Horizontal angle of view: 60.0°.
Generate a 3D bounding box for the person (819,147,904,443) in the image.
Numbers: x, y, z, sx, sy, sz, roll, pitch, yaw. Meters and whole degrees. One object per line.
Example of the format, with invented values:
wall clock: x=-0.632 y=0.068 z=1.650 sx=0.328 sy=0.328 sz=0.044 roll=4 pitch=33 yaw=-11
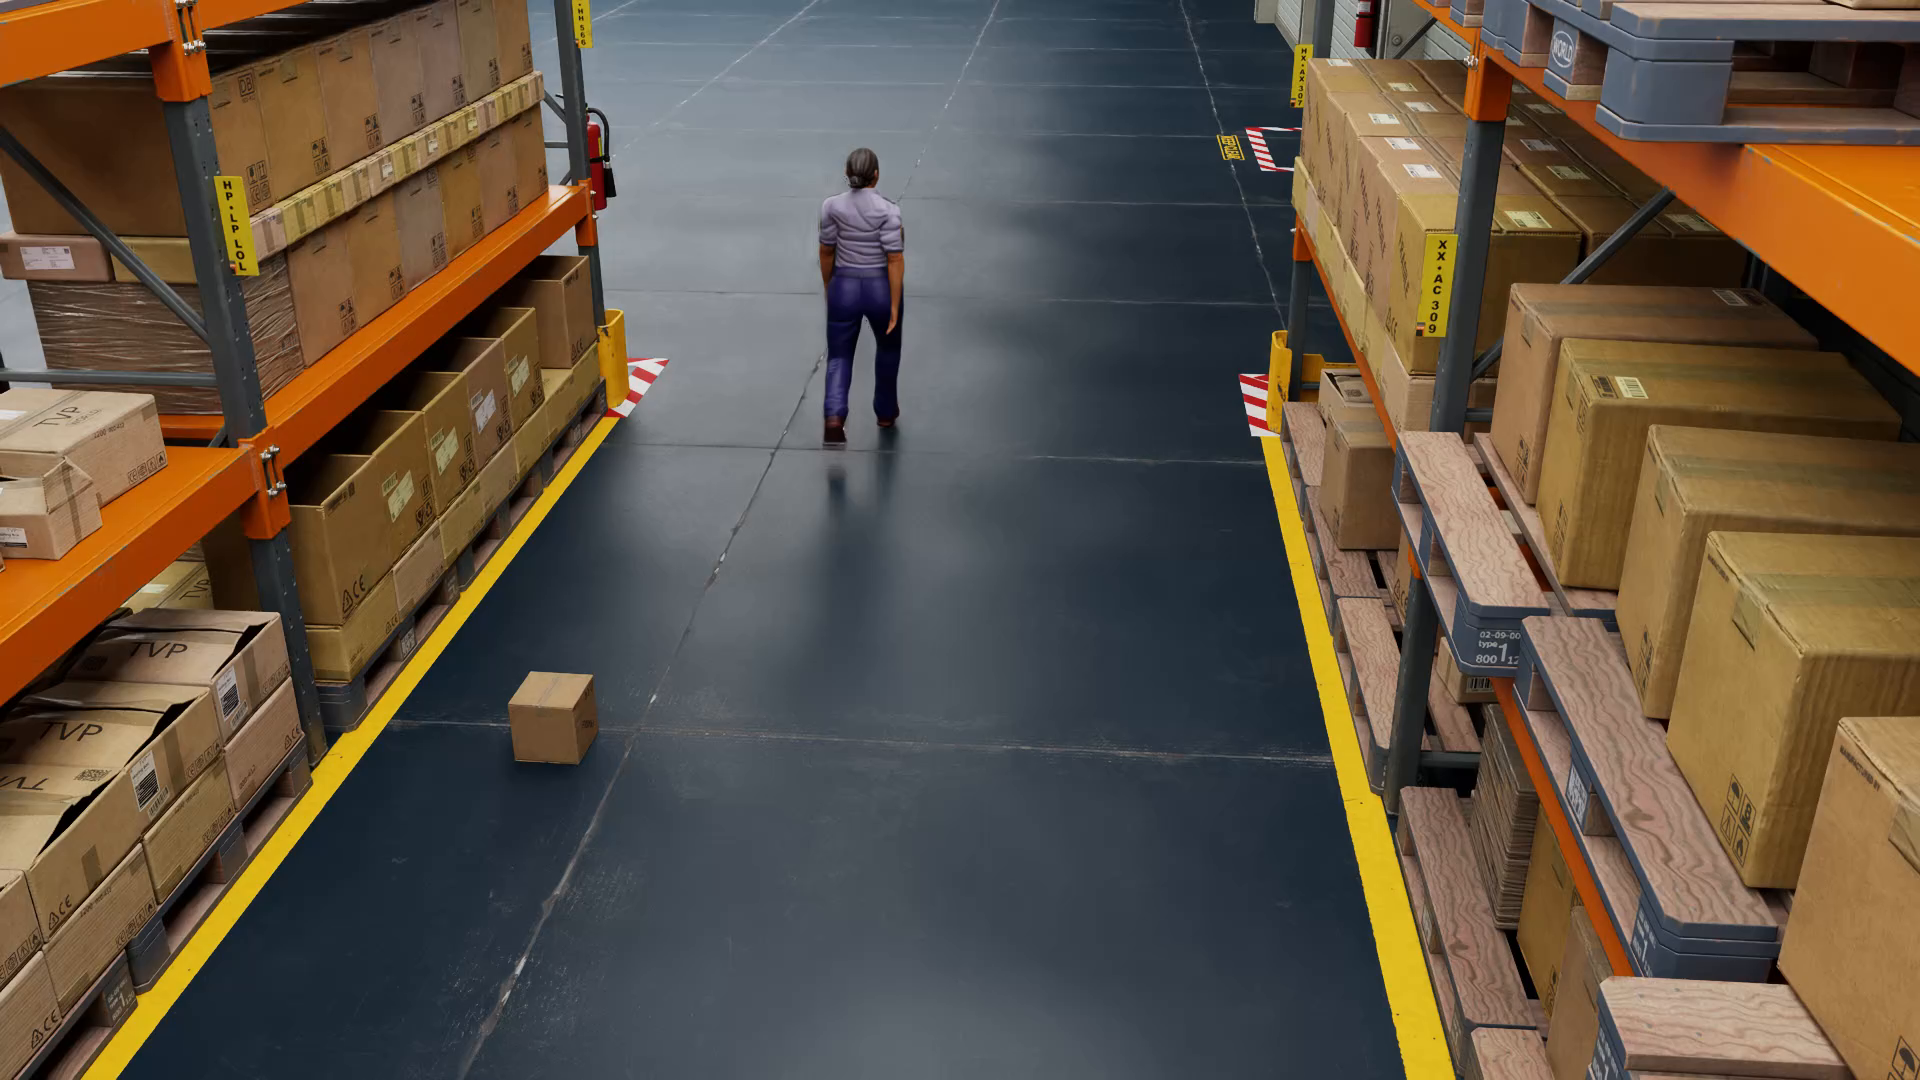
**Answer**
person: x=-0.525 y=-1.299 z=8.943 sx=0.470 sy=1.591 sz=0.904 roll=2 pitch=25 yaw=5
